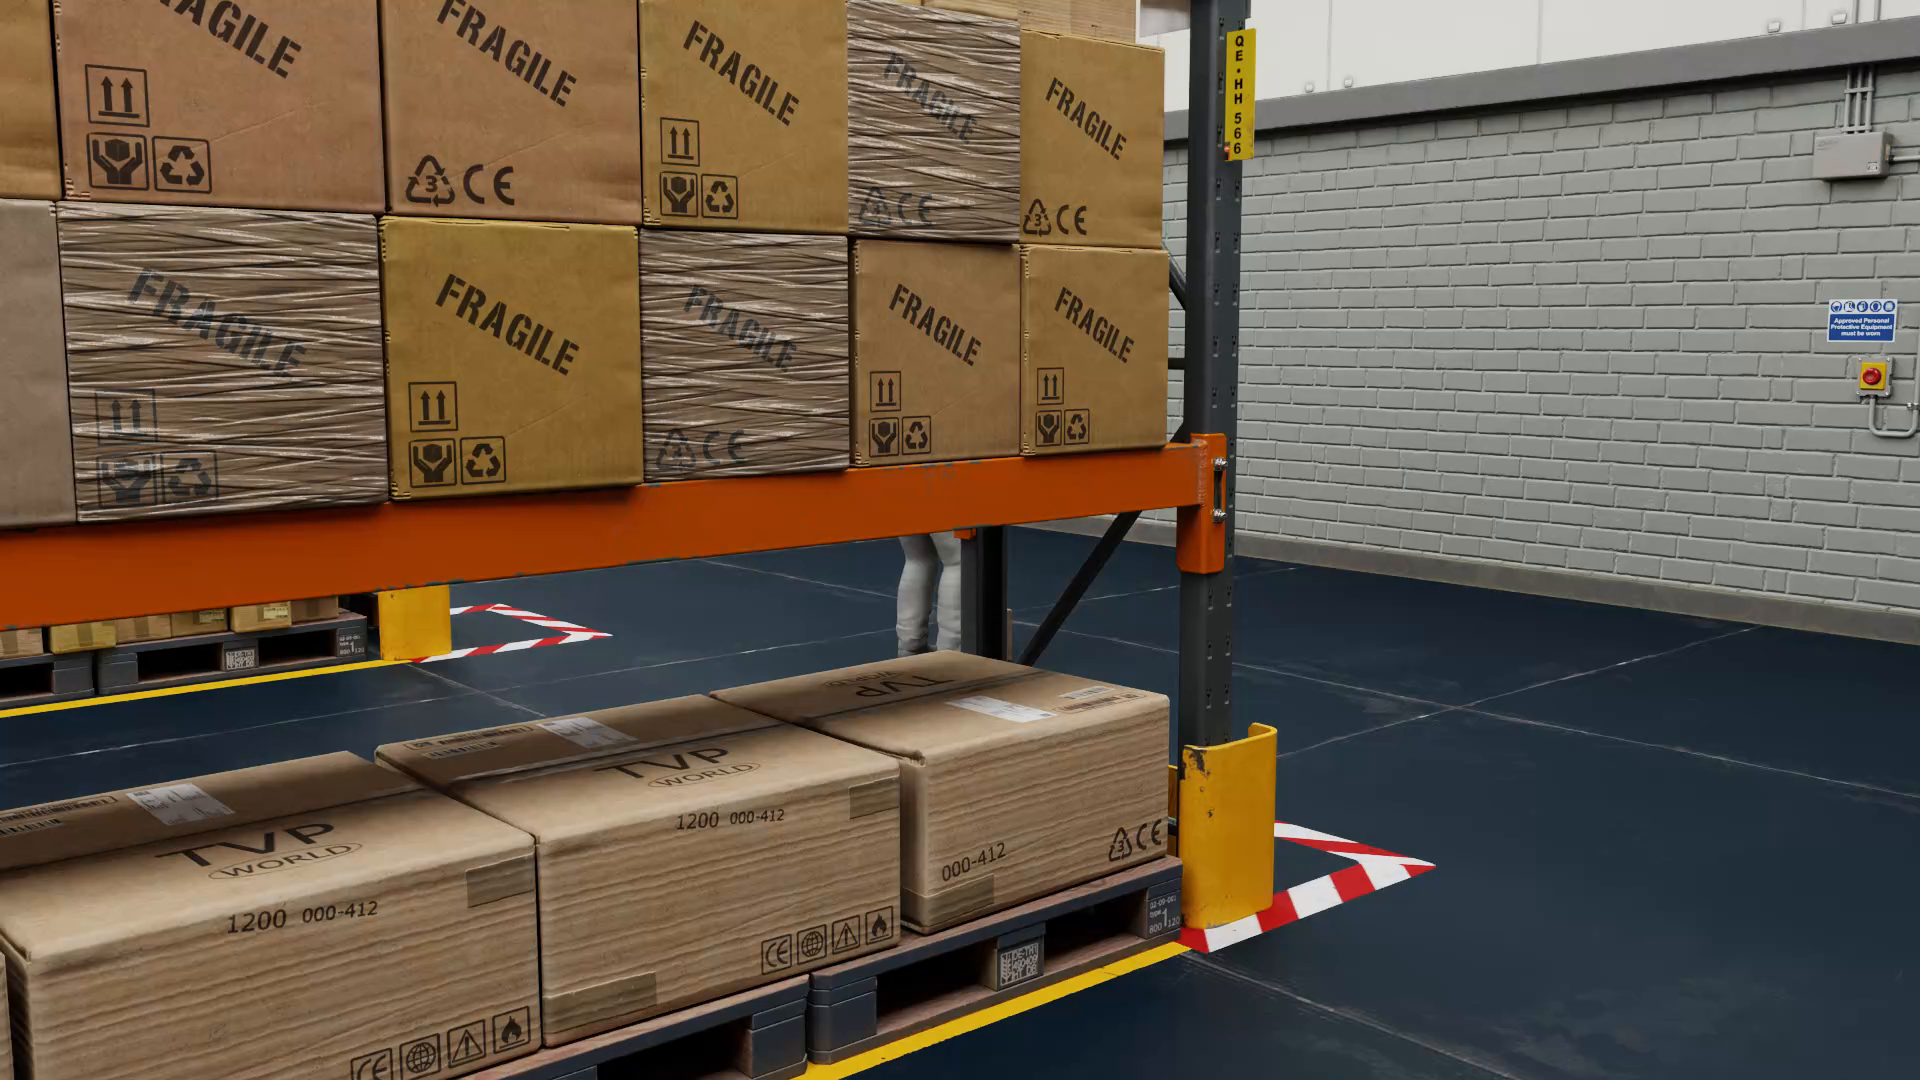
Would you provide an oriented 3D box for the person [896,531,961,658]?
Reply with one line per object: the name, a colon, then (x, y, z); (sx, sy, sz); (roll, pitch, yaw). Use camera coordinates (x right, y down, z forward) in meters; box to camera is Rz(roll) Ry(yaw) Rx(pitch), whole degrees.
person: (-0.124, -0.263, 7.786); (0.435, 1.748, 0.591); (-7, 10, -42)
